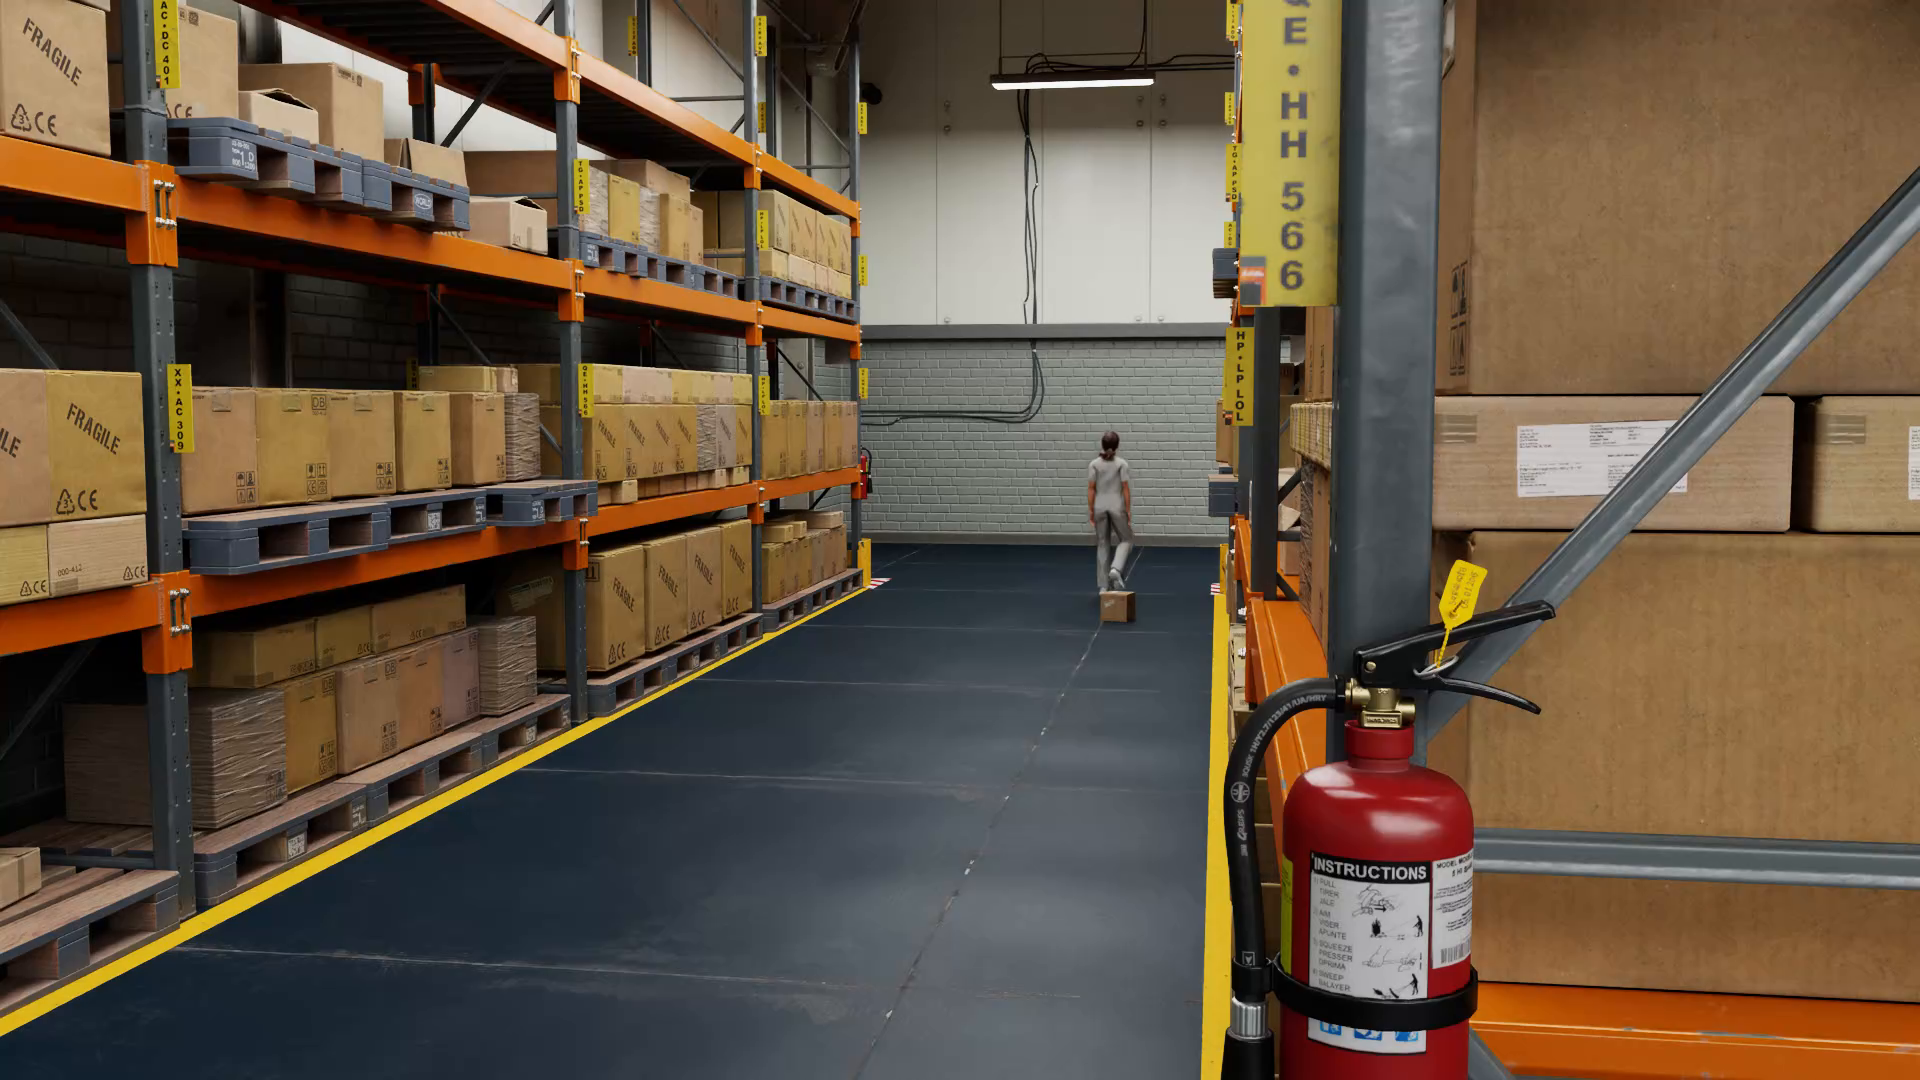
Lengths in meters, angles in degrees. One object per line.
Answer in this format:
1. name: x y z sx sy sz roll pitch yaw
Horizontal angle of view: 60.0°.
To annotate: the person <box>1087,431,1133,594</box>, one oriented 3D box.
1. person: 1.537 -0.276 17.000 0.458 1.667 0.464 1 5 17
